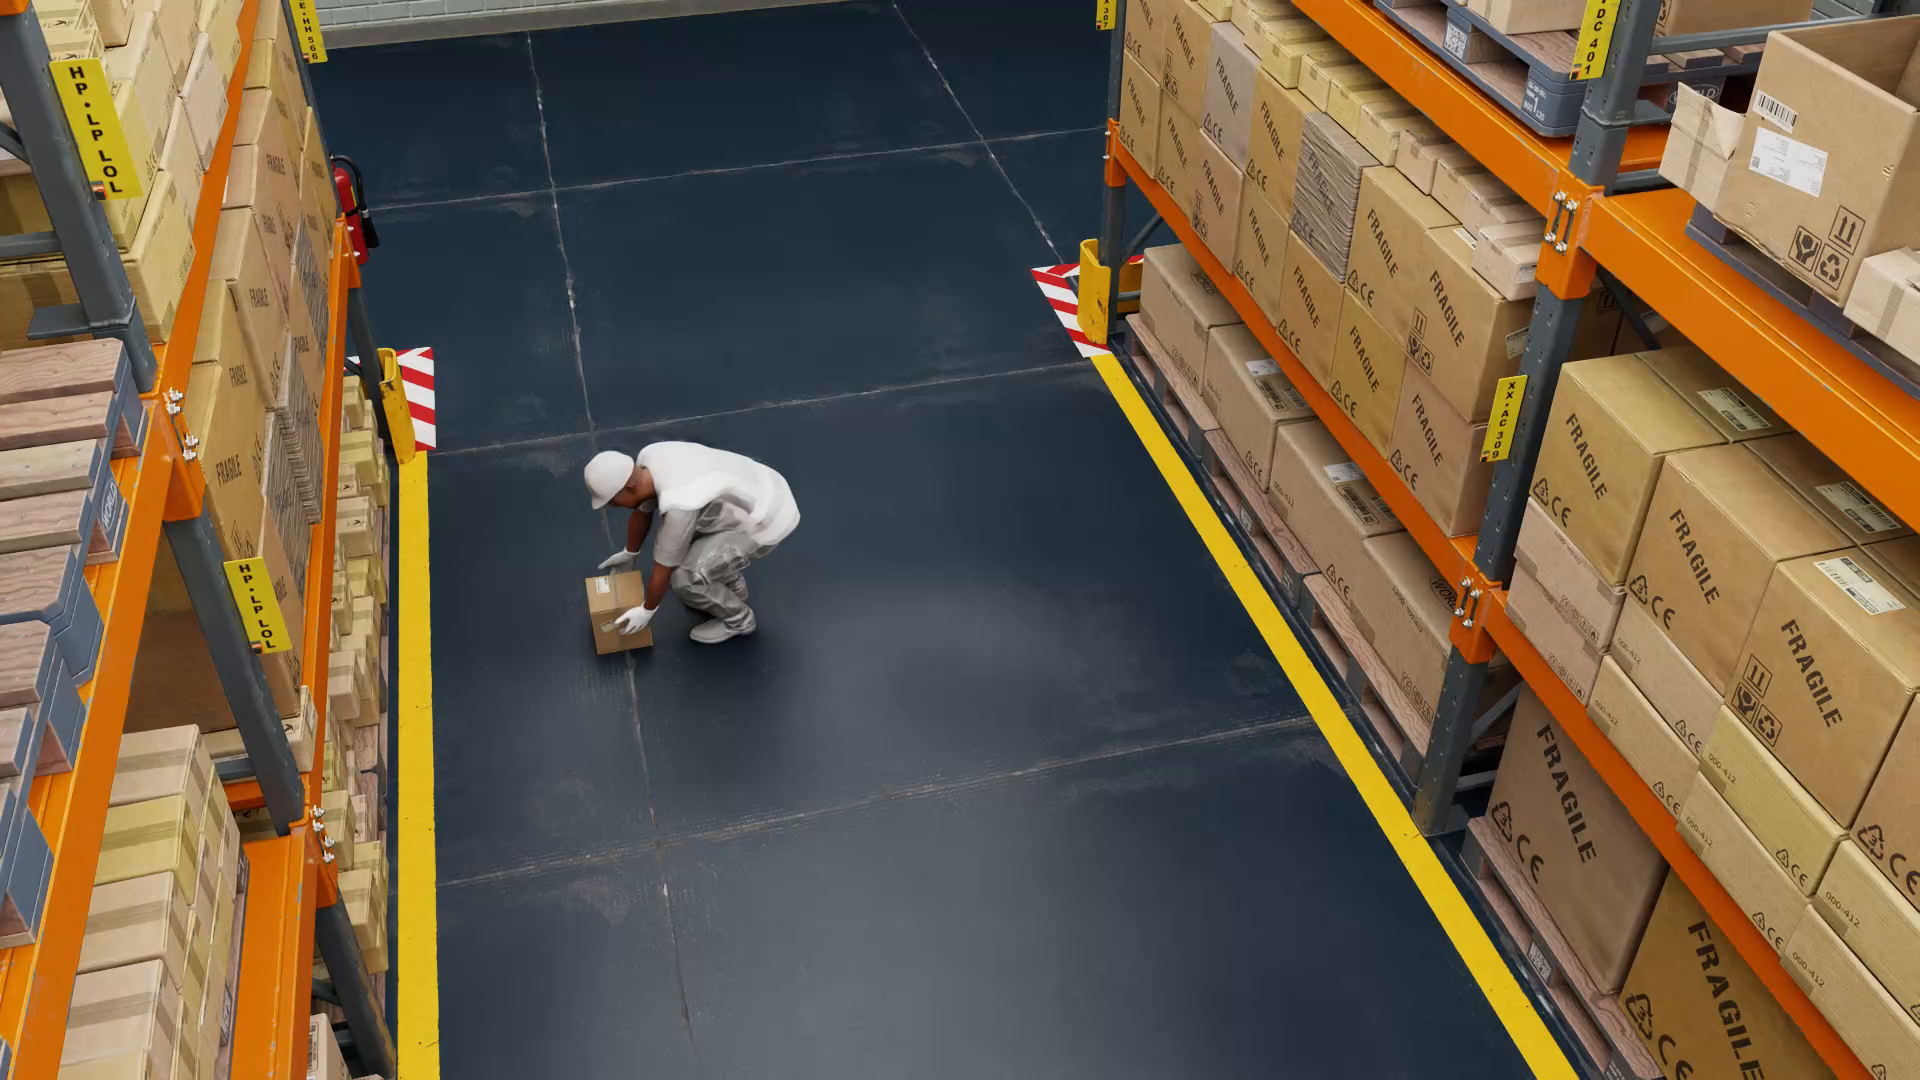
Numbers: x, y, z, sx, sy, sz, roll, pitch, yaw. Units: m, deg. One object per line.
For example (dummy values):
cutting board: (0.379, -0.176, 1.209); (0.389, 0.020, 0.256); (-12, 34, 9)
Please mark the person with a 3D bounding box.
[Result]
person: (-1.154, -0.015, 7.329); (0.899, 1.037, 0.577); (-9, 39, -12)
